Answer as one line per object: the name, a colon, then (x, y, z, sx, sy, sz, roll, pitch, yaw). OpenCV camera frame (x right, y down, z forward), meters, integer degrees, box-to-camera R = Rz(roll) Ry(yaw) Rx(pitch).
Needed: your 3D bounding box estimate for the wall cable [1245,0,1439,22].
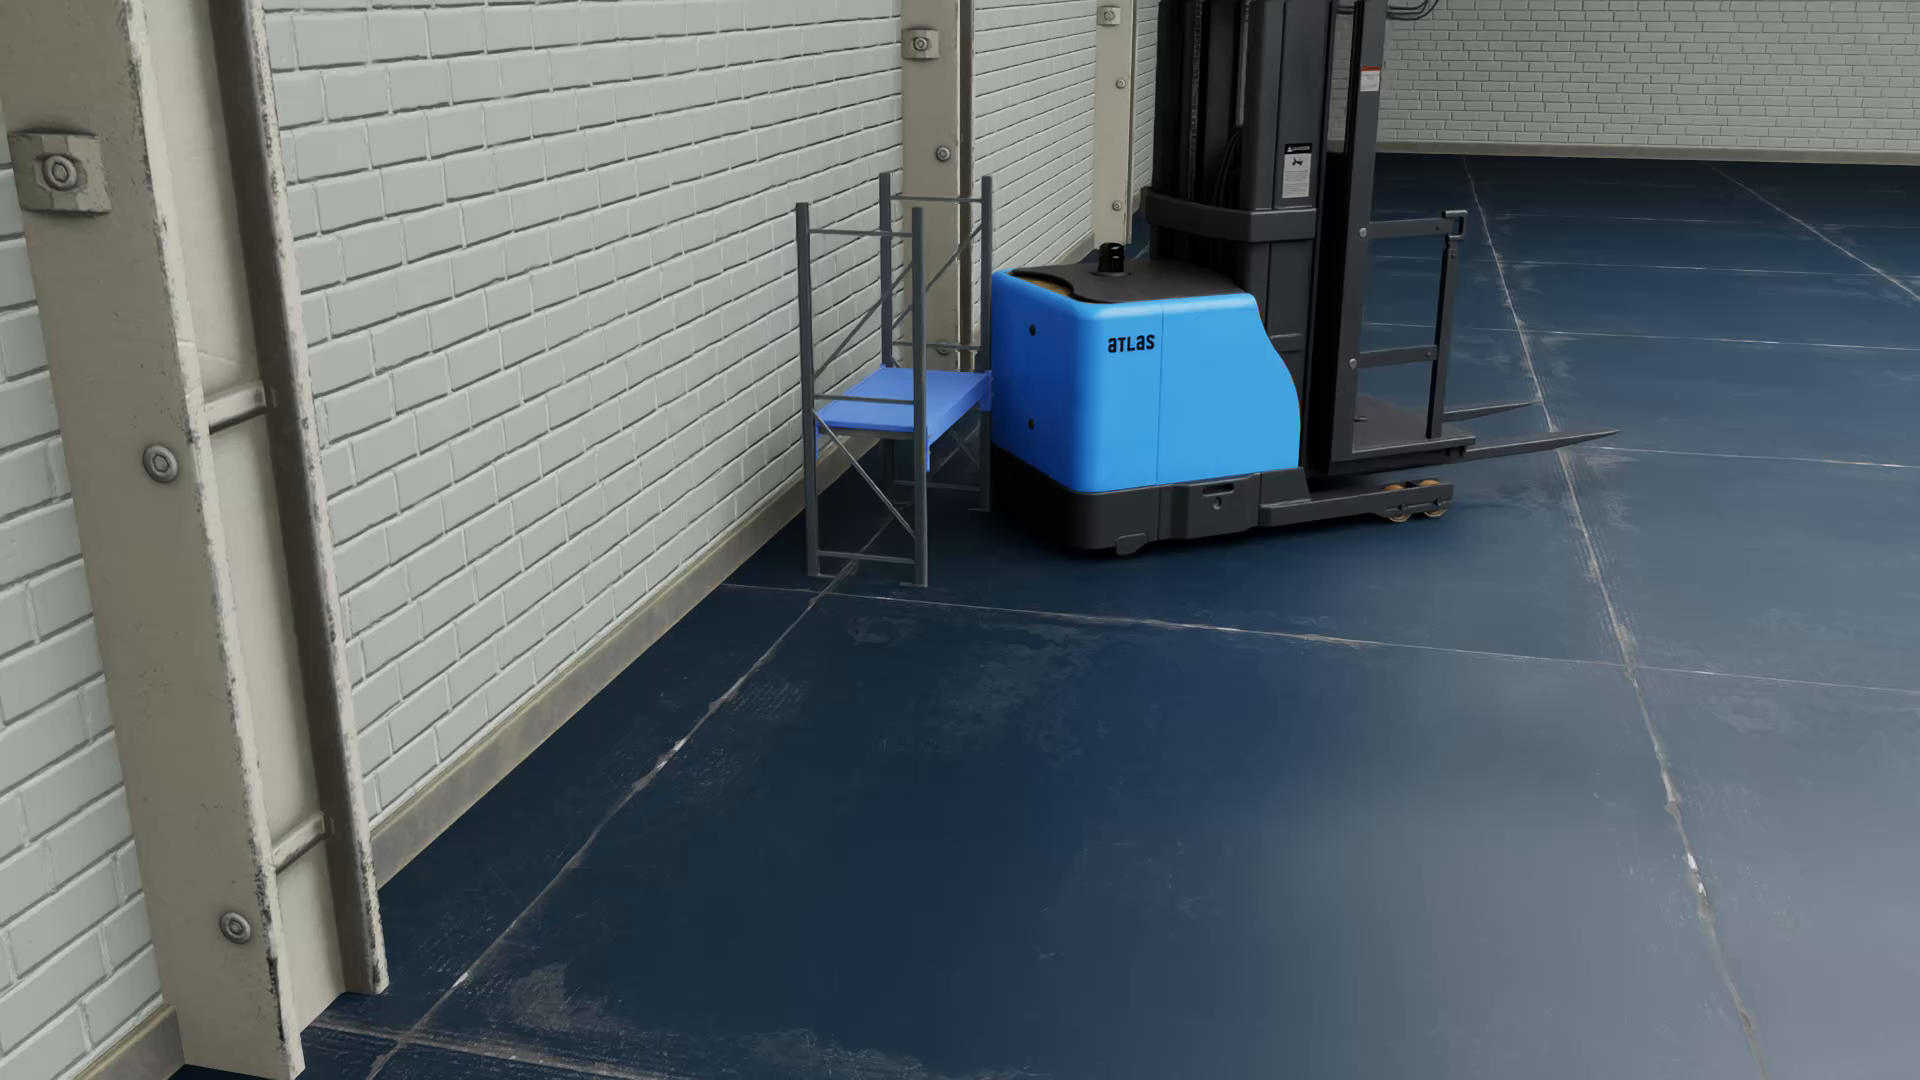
wall cable: (4.819, -8.125, 21.859, 3.097, 2.526, 0.112, 5, 19, 13)

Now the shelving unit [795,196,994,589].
shelving unit: (-0.241, -0.699, 6.913, 0.538, 1.500, 1.039, 5, 20, 15)

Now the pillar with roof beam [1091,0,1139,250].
pillar with roof beam: (5.526, -6.555, 12.458, 9.100, 9.000, 0.400, 5, 19, 13)

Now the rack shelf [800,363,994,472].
rack shelf: (-0.240, -0.530, 6.975, 0.538, 0.185, 1.000, 5, 20, 15)

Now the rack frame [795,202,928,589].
rack frame: (-0.375, -0.542, 6.453, 0.500, 1.500, 0.032, 5, 20, 15)

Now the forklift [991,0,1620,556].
forklift: (1.672, -1.614, 7.378, 3.031, 2.935, 1.130, -8, 20, -21)

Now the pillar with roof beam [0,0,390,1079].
pillar with roof beam: (2.594, -2.794, 1.446, 9.100, 9.000, 0.400, 5, 19, 13)

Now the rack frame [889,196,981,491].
rack frame: (-0.107, -0.859, 7.381, 0.475, 1.308, 0.013, 5, 20, 15)

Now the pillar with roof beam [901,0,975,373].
pillar with roof beam: (4.060, -4.675, 6.952, 9.100, 9.000, 0.400, 5, 19, 13)
